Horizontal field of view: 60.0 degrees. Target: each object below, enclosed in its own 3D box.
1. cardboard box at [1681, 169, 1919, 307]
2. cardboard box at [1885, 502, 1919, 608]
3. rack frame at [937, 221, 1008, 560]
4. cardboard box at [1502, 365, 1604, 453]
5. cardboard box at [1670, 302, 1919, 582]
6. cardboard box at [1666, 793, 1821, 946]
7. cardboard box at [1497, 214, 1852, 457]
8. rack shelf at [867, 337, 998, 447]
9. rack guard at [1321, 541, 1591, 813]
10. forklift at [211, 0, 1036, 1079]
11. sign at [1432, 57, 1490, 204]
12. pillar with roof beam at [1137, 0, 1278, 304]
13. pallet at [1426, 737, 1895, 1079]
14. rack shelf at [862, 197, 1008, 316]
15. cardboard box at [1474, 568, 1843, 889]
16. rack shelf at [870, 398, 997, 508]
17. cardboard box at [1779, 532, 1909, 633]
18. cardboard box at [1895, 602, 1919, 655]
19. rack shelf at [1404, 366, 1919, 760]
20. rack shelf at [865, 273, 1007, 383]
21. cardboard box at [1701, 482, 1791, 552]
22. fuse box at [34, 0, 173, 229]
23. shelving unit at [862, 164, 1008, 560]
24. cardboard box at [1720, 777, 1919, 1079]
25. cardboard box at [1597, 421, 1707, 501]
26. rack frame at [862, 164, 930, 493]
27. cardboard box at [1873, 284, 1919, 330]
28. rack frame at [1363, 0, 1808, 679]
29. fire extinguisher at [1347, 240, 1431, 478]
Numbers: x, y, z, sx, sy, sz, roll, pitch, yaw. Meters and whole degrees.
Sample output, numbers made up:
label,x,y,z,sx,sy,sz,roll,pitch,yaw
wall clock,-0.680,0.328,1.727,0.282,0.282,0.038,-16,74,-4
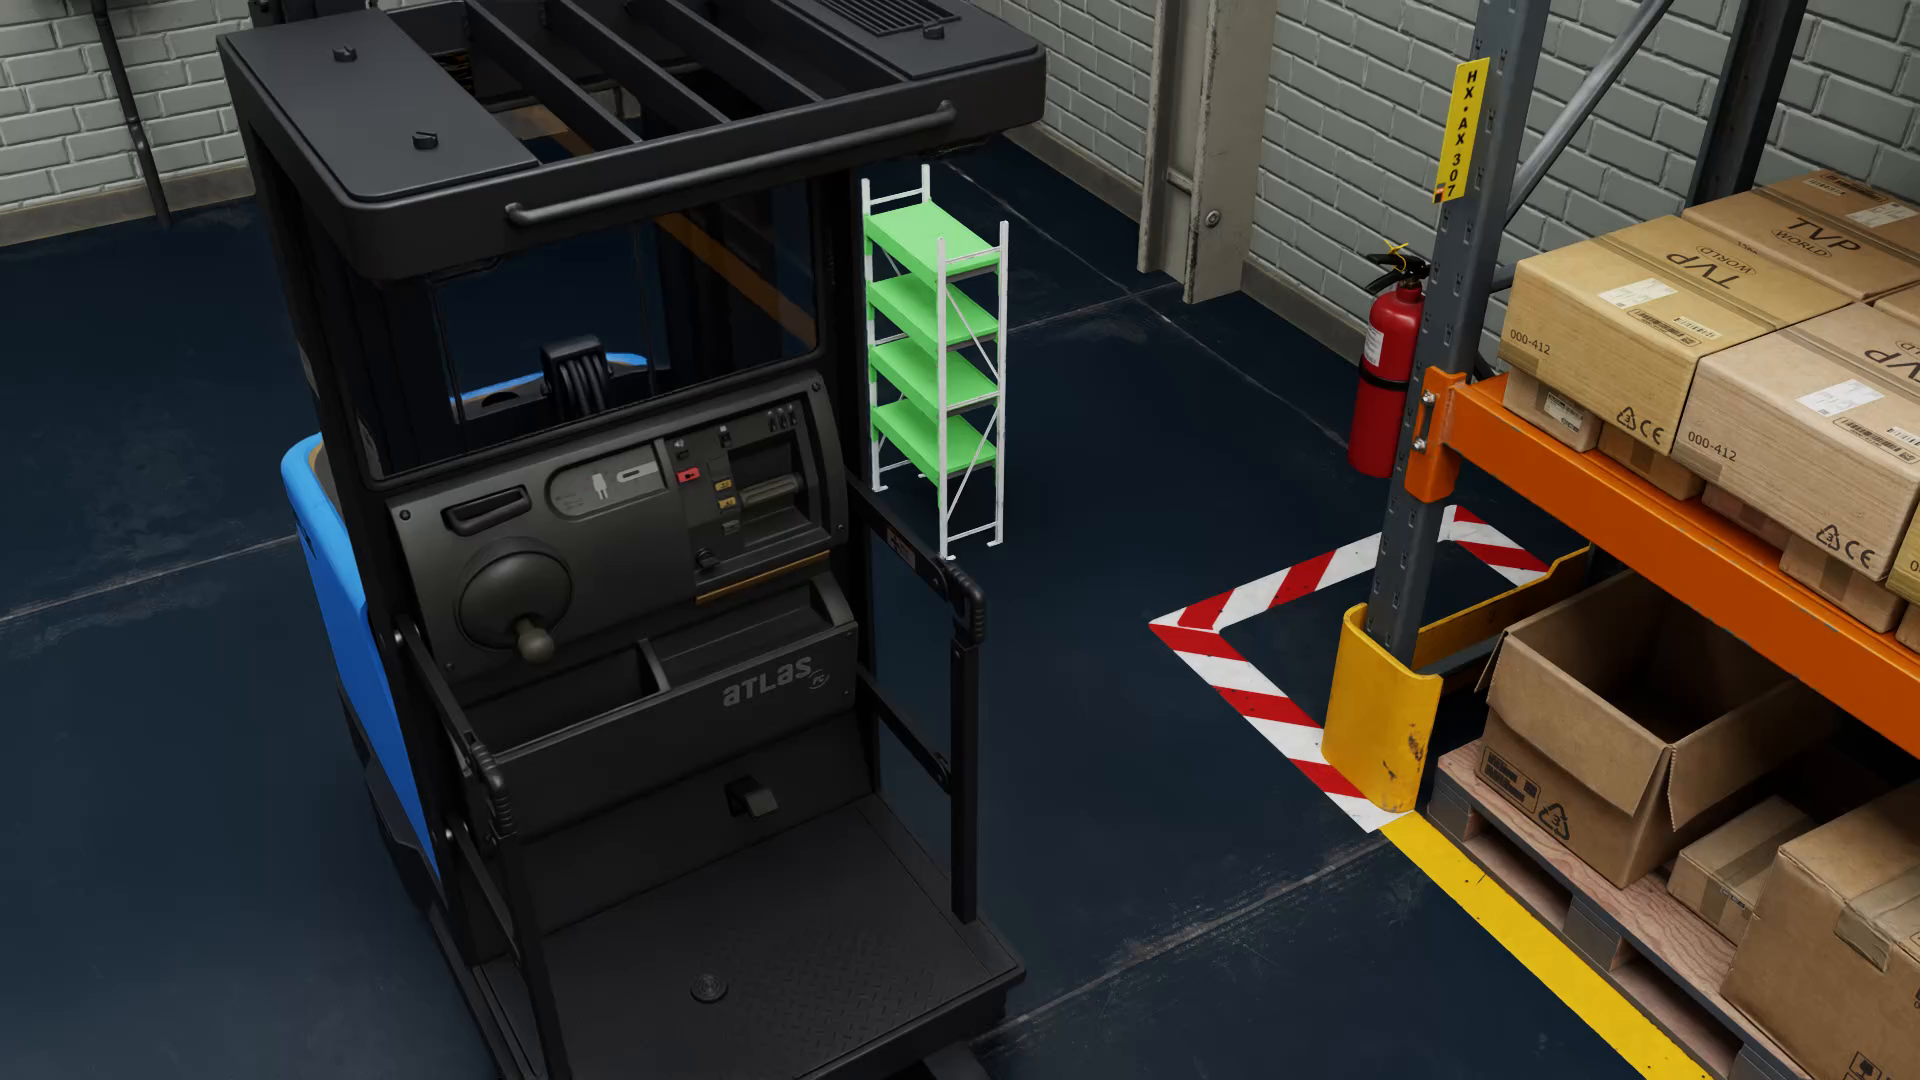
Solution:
label,x,y,z,sx,sy,sz,roll,pitch,yaw
cardboard box,2.053,-0.628,3.942,0.500,0.250,0.500,-18,40,-23
cardboard box,2.099,0.042,3.025,0.500,0.250,0.500,-20,41,-25
rack frame,0.039,-0.445,5.341,0.240,1.200,0.015,-19,40,-24
cardboard box,1.520,-0.374,3.932,0.380,0.149,0.250,-19,40,-24
cardboard box,1.841,-0.216,3.377,0.500,0.250,0.500,-18,40,-23
cardboard box,1.998,0.825,4.138,0.380,0.149,0.250,-21,41,-26
cardboard box,1.588,-0.473,3.729,0.500,0.250,0.500,-19,40,-24
rack shelf,-0.083,-0.517,5.549,0.258,0.148,0.480,-19,40,-24
rack guard,1.631,0.324,4.883,1.175,0.500,0.348,-19,40,-24
forklift,-0.567,0.001,3.263,1.130,2.935,3.031,-20,41,-25
sign,1.123,-0.913,3.723,0.100,0.325,0.005,-19,40,-24
pillar with roof beam,-2.705,-3.514,2.931,9.100,9.000,0.400,-19,40,-24
pallet,2.032,0.847,4.412,1.003,0.211,1.213,-19,40,-24
rack shelf,-0.083,-0.905,5.266,0.258,0.148,0.480,-19,40,-24
cardboard box,1.818,0.454,4.346,0.797,0.503,0.637,-21,41,-26
rack shelf,-0.083,-0.324,5.691,0.258,0.148,0.480,-19,40,-24
cardboard box,1.924,0.012,3.403,0.380,0.149,0.250,-18,40,-23
cardboard box,2.063,0.146,3.220,0.380,0.149,0.250,-18,40,-23
rack shelf,2.597,0.586,3.015,1.077,0.370,4.000,-19,40,-24
rack shelf,-0.083,-0.711,5.408,0.258,0.148,0.480,-19,40,-24
cardboard box,1.850,-0.135,3.604,0.380,0.149,0.250,-19,40,-25
fuse box,-3.661,-2.148,7.241,0.539,1.711,0.414,-19,40,-24
shelving unit,-0.083,-0.569,5.512,0.258,1.200,0.503,-19,40,-24
cardboard box,2.214,0.903,3.734,0.700,0.500,0.500,-17,40,-22
cardboard box,1.688,-0.258,3.773,0.380,0.149,0.250,-18,40,-23
rack frame,-0.206,-0.693,5.682,0.240,1.200,0.015,-19,40,-24
cardboard box,2.311,-0.365,3.581,0.500,0.250,0.500,-19,40,-24
rack frame,1.593,-0.725,4.199,1.000,3.000,0.127,-19,40,-24
fire extinguisher,1.119,-0.481,4.247,0.296,0.674,0.183,-19,40,-24
